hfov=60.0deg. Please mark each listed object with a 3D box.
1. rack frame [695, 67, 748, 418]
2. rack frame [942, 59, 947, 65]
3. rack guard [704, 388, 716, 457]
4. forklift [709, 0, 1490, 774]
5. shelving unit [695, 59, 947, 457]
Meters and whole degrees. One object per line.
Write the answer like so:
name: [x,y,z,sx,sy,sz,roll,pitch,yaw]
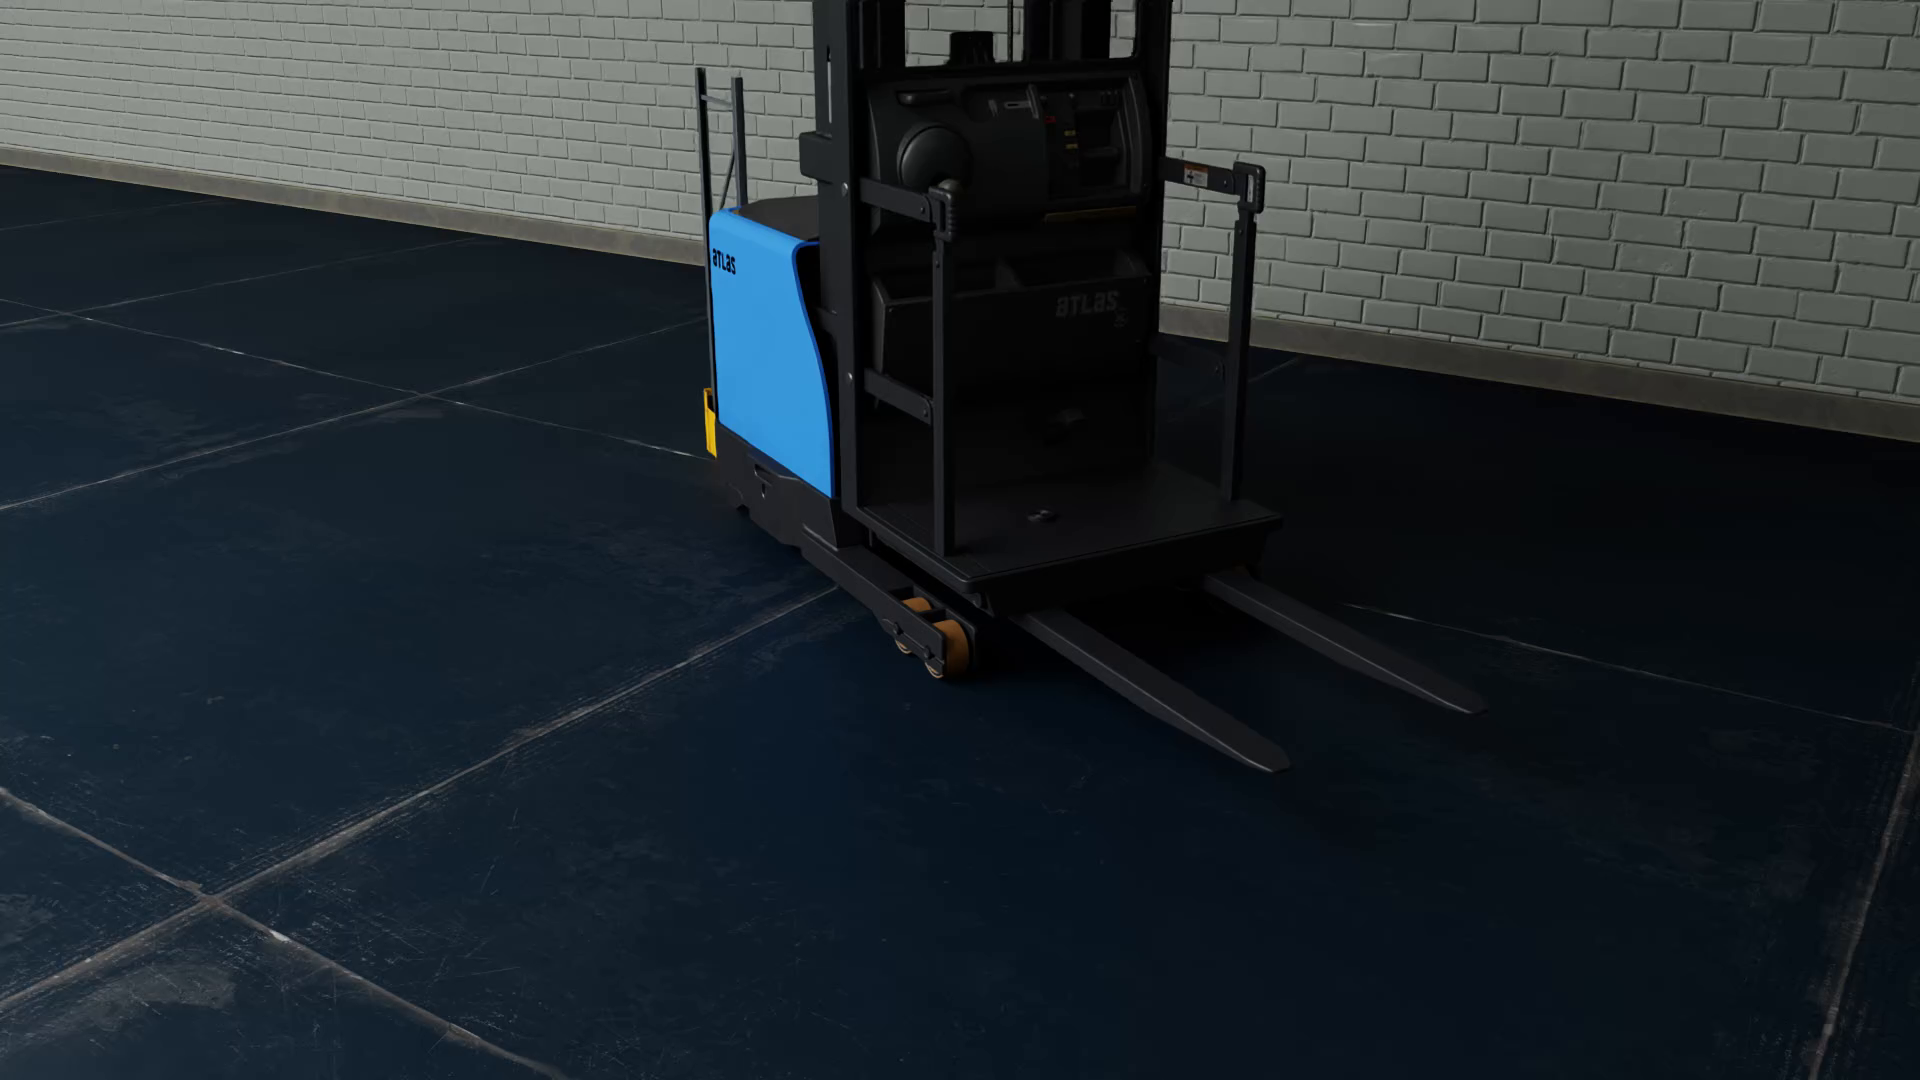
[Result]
rack frame: [-0.877,-0.990,6.281,0.032,1.500,0.500,-9,22,-23]
rack frame: [0.047,-1.138,6.679,0.032,1.500,0.500,-9,22,-23]
rack guard: [-0.876,-0.404,6.498,0.087,0.250,0.587,-9,22,-23]
forklift: [0.261,-1.162,4.681,1.130,2.935,3.031,-11,23,-27]
shelving unit: [-0.423,-1.063,6.476,1.083,1.500,0.587,-9,22,-23]
